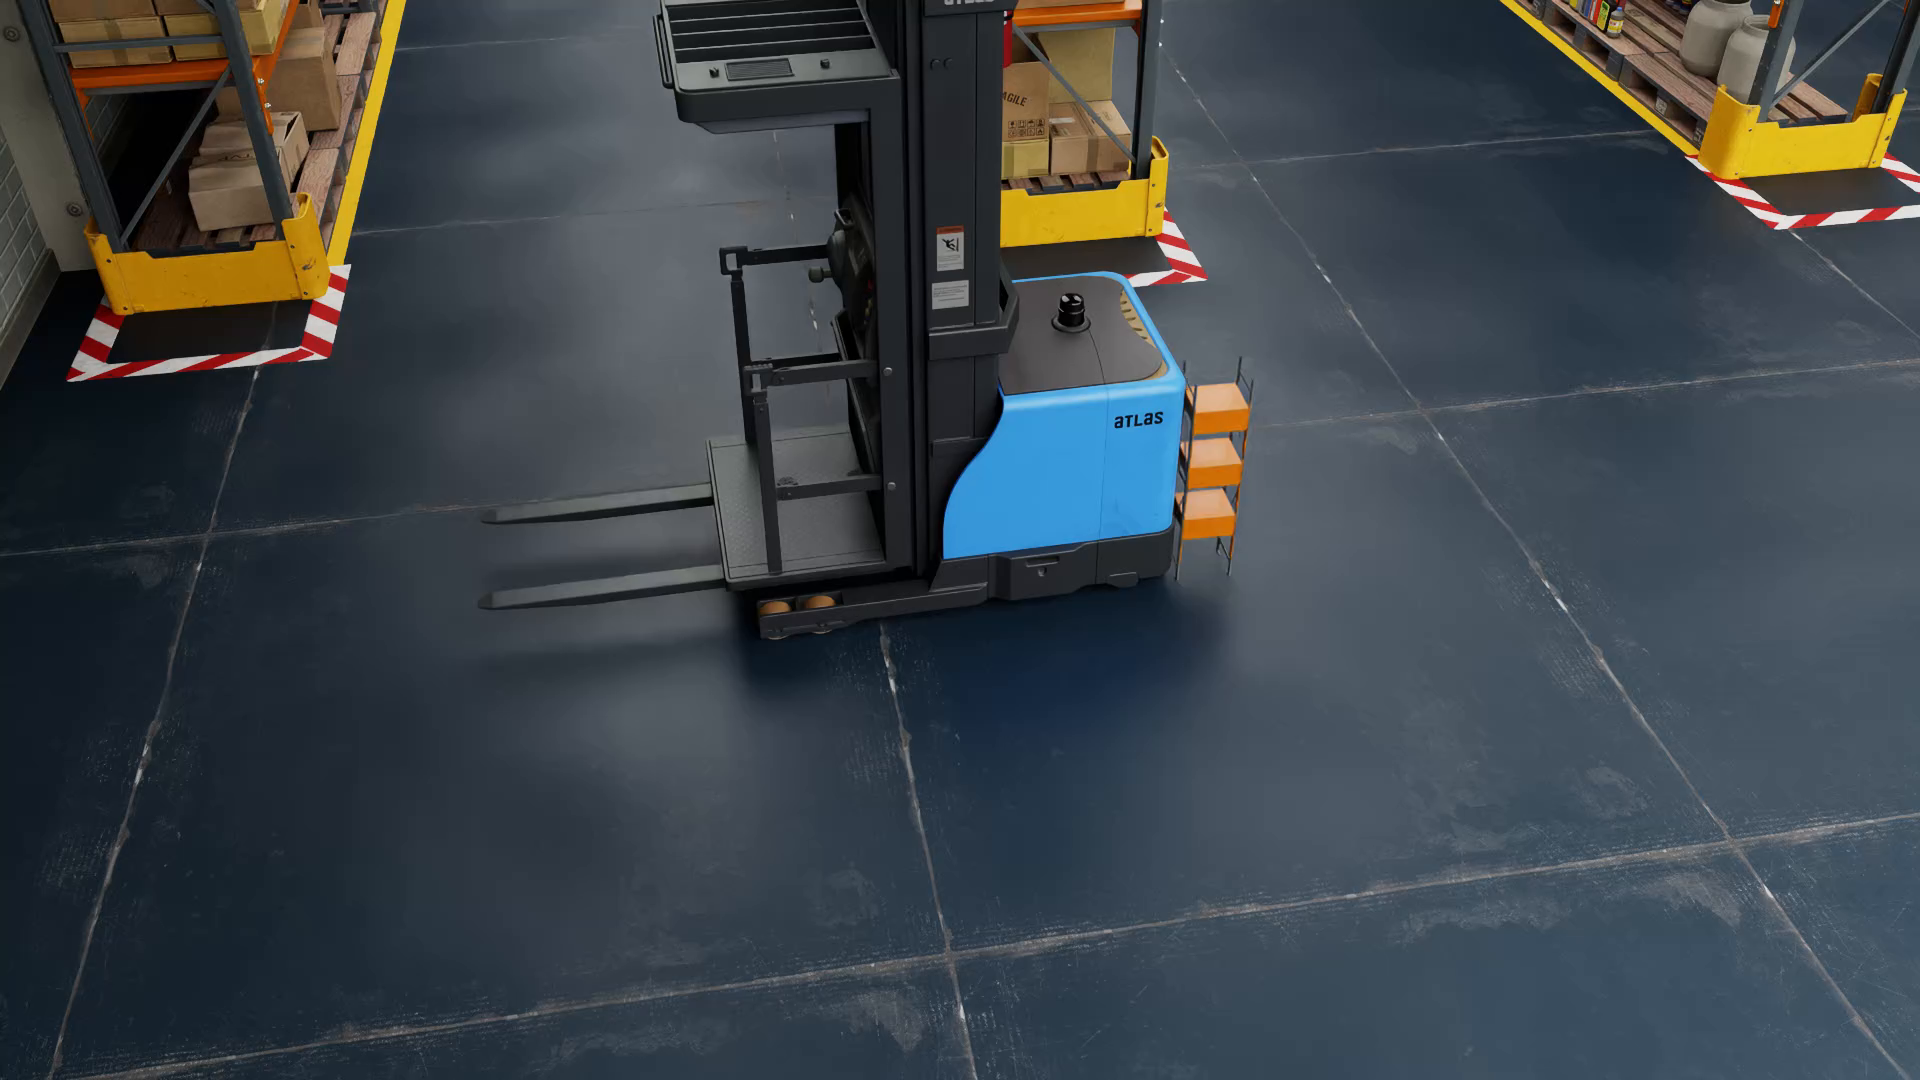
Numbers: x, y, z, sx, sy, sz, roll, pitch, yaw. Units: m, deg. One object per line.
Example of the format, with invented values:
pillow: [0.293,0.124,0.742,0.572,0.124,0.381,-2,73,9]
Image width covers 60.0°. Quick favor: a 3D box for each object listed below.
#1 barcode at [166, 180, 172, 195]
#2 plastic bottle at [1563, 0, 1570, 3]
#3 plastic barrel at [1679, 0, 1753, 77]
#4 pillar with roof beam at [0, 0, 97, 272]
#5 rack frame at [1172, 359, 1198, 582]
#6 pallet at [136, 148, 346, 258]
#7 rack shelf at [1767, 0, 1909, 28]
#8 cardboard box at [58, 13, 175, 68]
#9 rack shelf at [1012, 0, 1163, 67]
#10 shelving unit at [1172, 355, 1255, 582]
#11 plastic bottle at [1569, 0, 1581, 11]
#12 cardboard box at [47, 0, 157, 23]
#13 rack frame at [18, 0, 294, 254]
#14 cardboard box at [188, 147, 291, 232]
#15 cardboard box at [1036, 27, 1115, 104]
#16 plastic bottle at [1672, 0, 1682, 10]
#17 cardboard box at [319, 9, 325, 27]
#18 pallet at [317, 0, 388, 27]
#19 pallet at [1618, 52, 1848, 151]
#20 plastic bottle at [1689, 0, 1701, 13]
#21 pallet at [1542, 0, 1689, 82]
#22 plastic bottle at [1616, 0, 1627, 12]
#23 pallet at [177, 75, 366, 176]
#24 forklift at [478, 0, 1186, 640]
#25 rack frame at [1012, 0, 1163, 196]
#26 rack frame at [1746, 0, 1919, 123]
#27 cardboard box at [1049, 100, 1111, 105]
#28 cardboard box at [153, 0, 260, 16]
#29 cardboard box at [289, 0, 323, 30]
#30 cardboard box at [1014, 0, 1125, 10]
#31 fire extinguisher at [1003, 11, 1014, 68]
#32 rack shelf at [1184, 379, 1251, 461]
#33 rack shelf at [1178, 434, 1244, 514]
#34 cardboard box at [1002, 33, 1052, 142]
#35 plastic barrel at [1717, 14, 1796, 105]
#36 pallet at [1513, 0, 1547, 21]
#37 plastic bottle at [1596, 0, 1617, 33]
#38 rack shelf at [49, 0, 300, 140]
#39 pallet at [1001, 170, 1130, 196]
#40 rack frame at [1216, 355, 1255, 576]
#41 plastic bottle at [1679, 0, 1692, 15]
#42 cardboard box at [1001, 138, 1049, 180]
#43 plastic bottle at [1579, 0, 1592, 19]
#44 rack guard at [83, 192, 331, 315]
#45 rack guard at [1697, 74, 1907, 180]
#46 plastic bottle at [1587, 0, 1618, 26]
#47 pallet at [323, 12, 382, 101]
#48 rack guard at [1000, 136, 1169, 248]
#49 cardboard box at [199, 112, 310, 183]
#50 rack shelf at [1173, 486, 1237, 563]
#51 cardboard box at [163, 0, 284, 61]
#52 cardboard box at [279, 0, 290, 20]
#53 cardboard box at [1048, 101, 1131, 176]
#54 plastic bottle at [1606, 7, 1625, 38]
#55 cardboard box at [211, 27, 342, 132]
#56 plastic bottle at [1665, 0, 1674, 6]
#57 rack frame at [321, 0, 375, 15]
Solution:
barcode: [-4.665,-2.079,9.806,0.001,0.075,0.075,-6,38,-8]
plastic bottle: [4.658,-4.274,12.607,0.144,0.351,0.185,-7,38,-8]
plastic barrel: [5.240,-3.509,11.507,0.421,0.512,0.421,0,38,0]
pillar with roof beam: [-0.971,-5.729,7.790,9.100,9.000,0.400,-6,38,-8]
rack frame: [0.964,-0.287,7.264,0.008,1.050,0.200,-6,38,-7]
pallet: [-4.356,-2.007,10.161,1.003,0.211,1.213,-6,38,-8]
rack shelf: [5.168,-4.557,11.757,1.077,0.370,4.000,-6,38,-8]
cardboard box: [-4.508,-2.778,8.986,0.500,0.250,0.500,-6,38,-7]
rack shelf: [0.291,-4.027,11.074,1.077,0.370,4.000,-6,38,-8]
shelving unit: [1.084,-0.299,7.279,0.252,1.050,0.215,-6,38,-7]
plastic bottle: [4.691,-4.161,12.462,0.144,0.351,0.185,-5,38,-6]
cardboard box: [-4.527,-3.074,8.757,0.500,0.500,0.500,-7,38,-8]
rack frame: [-4.235,-2.568,8.610,1.000,3.000,0.127,-6,38,-8]
cardboard box: [-4.268,-2.107,9.850,0.500,0.311,0.500,-10,39,-13]
cardboard box: [0.677,-3.128,10.619,0.500,0.500,0.500,-6,38,-8]
plastic bottle: [5.430,-4.125,12.481,0.097,0.271,0.097,0,38,0]
cardboard box: [-4.813,-3.718,12.042,0.380,0.166,0.250,-11,39,-14]
pallet: [-5.074,-4.352,13.180,1.003,0.211,1.213,-6,38,-8]
pallet: [5.322,-3.064,11.522,1.003,0.211,1.213,-6,38,-8]
plastic bottle: [5.486,-4.001,12.311,0.061,0.283,0.133,-6,38,-7]
pallet: [5.111,-3.799,12.468,1.003,0.211,1.213,-6,38,-8]
plastic bottle: [4.853,-3.963,12.262,0.061,0.283,0.133,-6,38,-8]
pallet: [-4.566,-2.742,11.108,1.003,0.211,1.213,-6,38,-8]
forklift: [-0.617,-1.081,6.752,3.031,2.935,1.130,-7,38,-9]
rack frame: [0.641,-3.103,9.299,1.000,3.000,0.127,-6,38,-8]
rack frame: [5.519,-3.633,9.982,1.000,3.000,0.127,-6,38,-8]
cardboard box: [0.675,-2.832,10.849,0.500,0.250,0.500,-6,38,-8]
cardboard box: [-4.023,-3.133,8.833,0.500,0.500,0.500,-6,38,-8]
cardboard box: [-4.715,-3.548,11.550,0.500,0.500,0.500,-9,39,-11]
cardboard box: [0.572,-3.425,9.633,0.700,0.500,0.500,-6,38,-8]
fire extinguisher: [0.205,-2.951,9.166,0.296,0.674,0.183,-6,38,-8]
rack shelf: [1.084,-0.515,7.111,0.240,0.259,0.215,-6,38,-7]
rack shelf: [1.084,-0.290,7.285,0.240,0.259,0.215,-6,38,-7]
cardboard box: [0.254,-2.771,10.159,0.500,0.500,0.500,-6,38,-8]
plastic barrel: [5.328,-3.206,11.117,0.421,0.512,0.421,0,38,0]
pallet: [4.894,-4.538,13.419,1.003,0.211,1.213,-6,38,-8]
plastic bottle: [4.727,-3.865,12.135,0.061,0.283,0.133,-5,38,-7]
rack shelf: [-4.585,-3.491,10.386,1.077,0.370,4.000,-6,38,-8]
pallet: [0.466,-2.459,10.743,1.003,0.211,1.213,-6,38,-8]
rack frame: [1.205,-0.311,7.294,0.008,1.050,0.200,-6,38,-7]
plastic bottle: [5.448,-4.065,12.403,0.097,0.271,0.097,0,38,0]
cardboard box: [0.257,-2.475,10.389,0.500,0.250,0.500,-6,38,-8]
plastic bottle: [4.724,-4.032,12.357,0.152,0.276,0.135,-7,38,-9]
rack guard: [-4.248,-1.626,9.436,1.175,0.500,0.348,-6,38,-8]
rack guard: [5.459,-2.687,10.801,1.175,0.500,0.348,-6,38,-8]
plastic bottle: [4.748,-3.949,12.249,0.152,0.276,0.135,-6,38,-8]
pallet: [-4.784,-3.481,12.058,1.003,0.211,1.213,-6,38,-8]
rack guard: [0.646,-2.101,10.047,1.175,0.500,0.348,-6,38,-8]
cardboard box: [-4.367,-2.451,10.293,0.500,0.311,0.500,-3,38,-4]
rack shelf: [1.084,-0.071,7.456,0.240,0.259,0.215,-6,38,-7]
cardboard box: [-4.008,-2.845,9.073,0.500,0.250,0.500,-7,38,-9]
cardboard box: [-4.113,-3.157,9.475,0.500,0.250,0.500,-7,38,-9]
cardboard box: [0.766,-2.530,10.461,0.500,0.250,0.500,-6,38,-8]
plastic bottle: [4.765,-3.764,12.072,0.097,0.201,0.097,0,38,0]
cardboard box: [-4.447,-2.975,10.813,0.700,0.500,0.500,-9,39,-11]
plastic bottle: [5.413,-4.158,12.579,0.097,0.201,0.097,0,38,0]
rack frame: [-4.936,-4.984,11.720,1.000,3.000,0.127,-6,38,-8]
